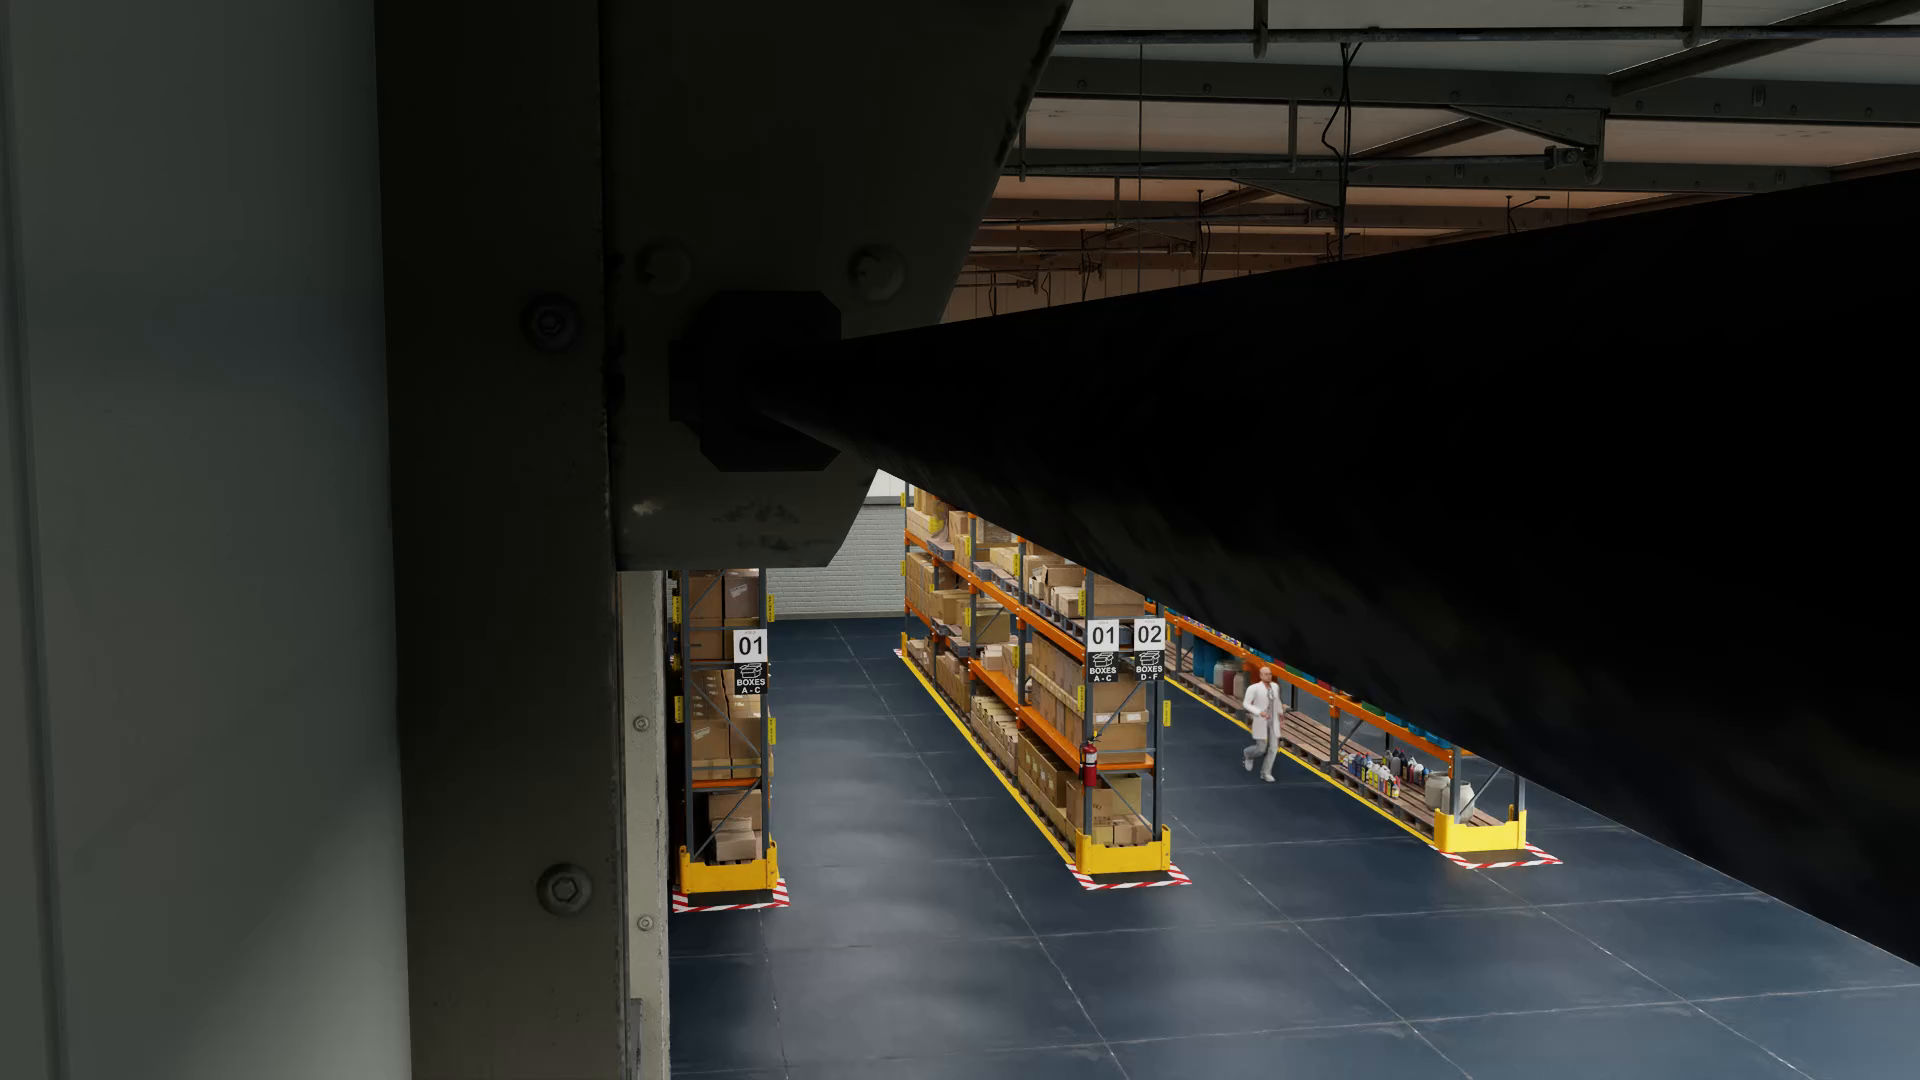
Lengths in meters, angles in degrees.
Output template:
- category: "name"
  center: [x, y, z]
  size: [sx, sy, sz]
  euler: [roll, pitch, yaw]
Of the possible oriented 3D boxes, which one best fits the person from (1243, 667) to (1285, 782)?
- category: "person"
  center: [4.669, 2.810, 25.597]
  size: [0.709, 1.736, 0.757]
  euler: [-2, 6, -22]
